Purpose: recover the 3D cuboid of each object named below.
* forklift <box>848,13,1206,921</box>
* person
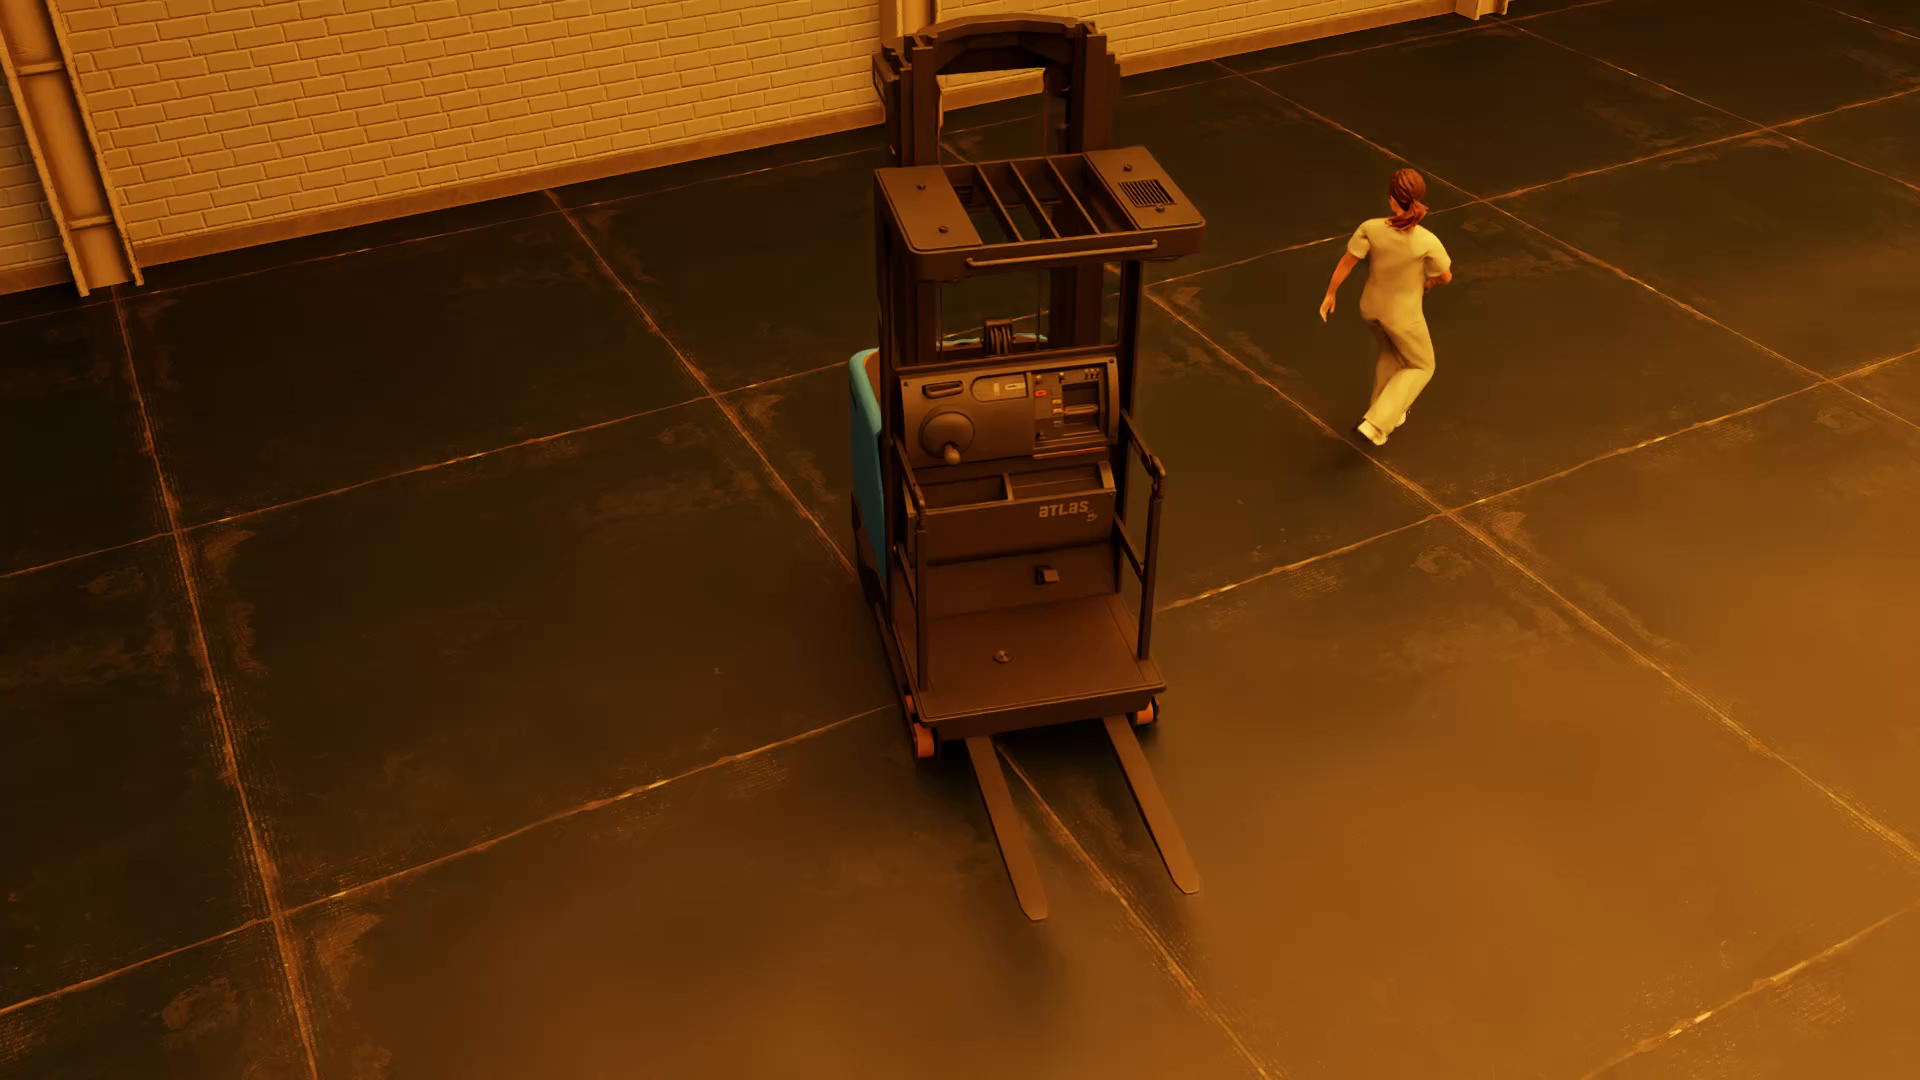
[{"bbox_3d":[0.263,-0.478,6.799,1.130,2.935,3.031,-7,36,-10],"label":"forklift"},{"bbox_3d":[2.336,-1.263,9.055,0.610,1.621,0.586,-26,43,-32],"label":"person"}]
